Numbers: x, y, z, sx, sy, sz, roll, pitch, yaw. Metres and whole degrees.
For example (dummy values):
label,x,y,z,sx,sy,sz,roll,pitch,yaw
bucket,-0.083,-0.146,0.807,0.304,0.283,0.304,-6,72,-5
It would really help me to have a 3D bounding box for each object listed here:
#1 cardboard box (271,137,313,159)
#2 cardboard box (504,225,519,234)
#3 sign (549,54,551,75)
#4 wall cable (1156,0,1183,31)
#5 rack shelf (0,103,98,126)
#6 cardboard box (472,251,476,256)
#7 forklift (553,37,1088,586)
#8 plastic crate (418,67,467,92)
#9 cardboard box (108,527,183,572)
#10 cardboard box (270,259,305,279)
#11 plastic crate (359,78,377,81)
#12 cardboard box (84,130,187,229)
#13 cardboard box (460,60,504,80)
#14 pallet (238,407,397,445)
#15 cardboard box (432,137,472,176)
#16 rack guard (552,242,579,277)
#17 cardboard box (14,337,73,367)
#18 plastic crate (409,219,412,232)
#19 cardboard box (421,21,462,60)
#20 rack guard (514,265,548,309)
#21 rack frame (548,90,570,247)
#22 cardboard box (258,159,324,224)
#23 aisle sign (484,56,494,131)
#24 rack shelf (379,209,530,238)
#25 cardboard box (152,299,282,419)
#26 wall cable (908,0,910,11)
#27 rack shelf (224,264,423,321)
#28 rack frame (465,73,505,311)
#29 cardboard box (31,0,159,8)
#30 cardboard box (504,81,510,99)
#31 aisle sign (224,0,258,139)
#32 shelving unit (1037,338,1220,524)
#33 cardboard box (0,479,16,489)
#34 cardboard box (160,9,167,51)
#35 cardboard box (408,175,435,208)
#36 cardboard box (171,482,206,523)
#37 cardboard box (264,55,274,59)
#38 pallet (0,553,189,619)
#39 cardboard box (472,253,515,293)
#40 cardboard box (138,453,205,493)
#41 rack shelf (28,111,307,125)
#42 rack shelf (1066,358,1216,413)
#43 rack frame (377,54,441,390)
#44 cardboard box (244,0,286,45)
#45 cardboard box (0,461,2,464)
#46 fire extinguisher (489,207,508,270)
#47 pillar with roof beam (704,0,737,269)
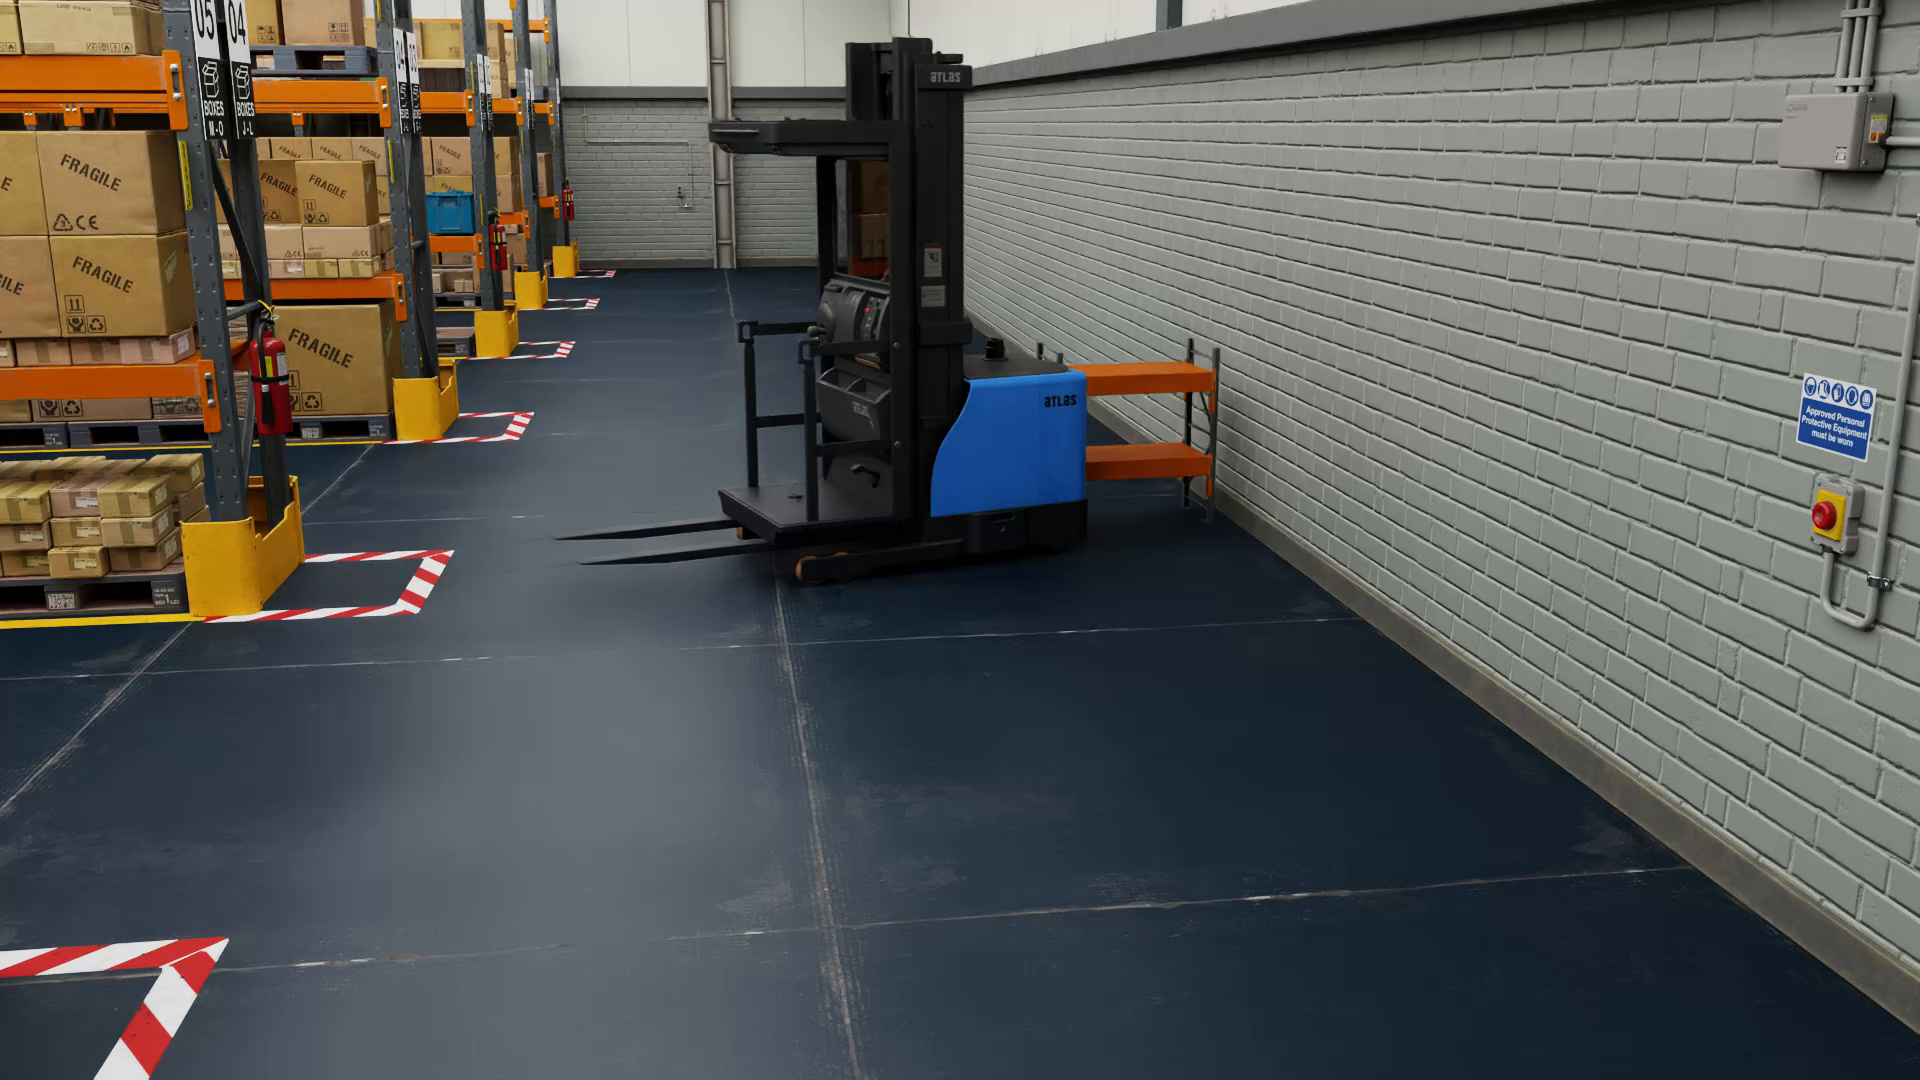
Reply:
label,x,y,z,sx,sy,sz,roll,pitch,yaw
cardboard box,-8.896,-5.138,22.282,0.500,0.500,0.500,-3,14,-10
cardboard box,-7.477,-5.181,27.655,0.250,0.149,0.380,-2,14,-9
sign,-6.633,-7.688,26.886,0.005,0.325,0.100,-2,14,-8
wall cable,1.619,-6.244,10.008,0.120,5.999,2.277,-2,14,-8
rack shelf,-11.157,-4.478,17.224,4.000,0.370,1.077,-2,14,-8
cardboard box,-7.872,-4.896,27.855,0.500,0.500,0.700,-2,14,-8
forklift,-0.792,-1.314,9.437,3.031,2.935,1.130,-7,16,-25
plastic crate,-5.646,-5.034,18.231,0.590,0.269,0.497,-2,14,-8
cardboard box,-4.337,0.047,8.866,0.250,0.149,0.380,-2,14,-7
cardboard box,-5.296,-2.166,13.207,0.250,0.149,0.380,-2,14,-8
plastic crate,-6.157,-4.837,17.613,0.336,0.188,0.450,-2,14,-8
cardboard box,-4.331,-1.927,8.866,0.500,0.500,0.500,-2,14,-9
cardboard box,-6.428,-6.326,22.394,0.500,0.250,0.500,-2,14,-8
pallet,-5.265,-0.998,13.767,1.213,0.211,1.003,-2,14,-8
cardboard box,-6.857,-5.214,22.585,0.500,0.500,0.500,-2,14,-7
rack guard,-6.676,-4.761,28.179,0.348,0.500,1.175,-2,14,-8
cardboard box,-4.625,-0.987,8.508,0.250,0.149,0.380,-2,14,-9
plastic crate,-6.003,-3.418,18.102,0.243,0.136,0.396,-2,14,-8
cardboard box,-6.971,-6.749,22.541,0.500,0.500,0.700,-2,14,-8
rack guard,-6.033,-3.566,23.413,0.348,0.500,1.175,-2,14,-8
rack frame,-6.700,-5.973,27.871,0.127,3.000,1.000,-2,14,-8
cardboard box,-5.495,-2.863,13.626,0.500,0.500,0.500,-2,14,-10
aisle sign,-5.197,-4.925,18.348,0.004,0.787,0.394,-2,14,-8
rack shelf,-7.936,-4.360,22.919,4.000,0.370,1.077,-2,14,-8
cardboard box,-6.007,-1.496,13.525,0.875,0.875,0.875,-2,14,-8
wall cable,-0.651,-9.294,24.784,0.112,2.526,3.097,-2,14,-8
rack shelf,-6.464,-1.977,13.417,4.000,0.370,1.077,-2,14,-8
rack frame,-5.224,-3.590,18.369,0.127,3.000,1.000,-2,14,-8
cardboard box,-4.265,-2.748,8.128,0.500,0.250,0.500,-3,14,-10
cardboard box,-6.504,-6.206,22.943,0.500,0.250,0.500,-2,14,-8
aisle sign,-3.820,-2.537,8.828,0.004,0.787,0.394,-2,14,-8
shelving unit,1.057,-0.682,10.630,1.048,1.125,0.538,-3,14,-13
cardboard box,-5.093,-0.201,8.633,0.250,0.149,0.380,-3,14,-11
cardboard box,-4.329,-2.629,8.680,0.500,0.250,0.500,-2,14,-6
cardboard box,-7.367,-4.712,22.637,0.500,0.500,0.500,-2,14,-8
cardboard box,-4.403,-0.209,9.276,0.250,0.149,0.380,-1,14,-6
cardboard box,-8.923,-6.636,22.087,0.500,0.500,0.700,-2,14,-8
pallet,-4.731,0.175,9.091,1.213,0.211,1.003,-2,14,-8
cardboard box,-6.459,-3.703,23.056,0.500,0.500,0.500,-2,14,-8
cardboard box,-4.416,-0.374,9.320,0.250,0.149,0.380,-3,14,-11
rack shelf,-12.633,-6.861,26.727,4.000,0.370,1.077,-2,14,-8
rack shelf,1.057,-0.966,10.558,1.000,0.278,0.538,-3,14,-13
rack frame,-4.486,-2.398,13.618,0.127,3.000,1.000,-2,14,-8
cardboard box,-5.567,-4.131,13.086,0.500,0.500,0.700,-3,14,-10
cardboard box,-5.447,-0.320,9.105,0.250,0.149,0.380,-2,14,-6
fire extinguisher,-5.007,-3.267,18.009,0.183,0.674,0.296,-2,14,-8
pillar with roof beam,-3.517,-8.153,24.232,0.400,9.000,9.100,-2,14,-8
